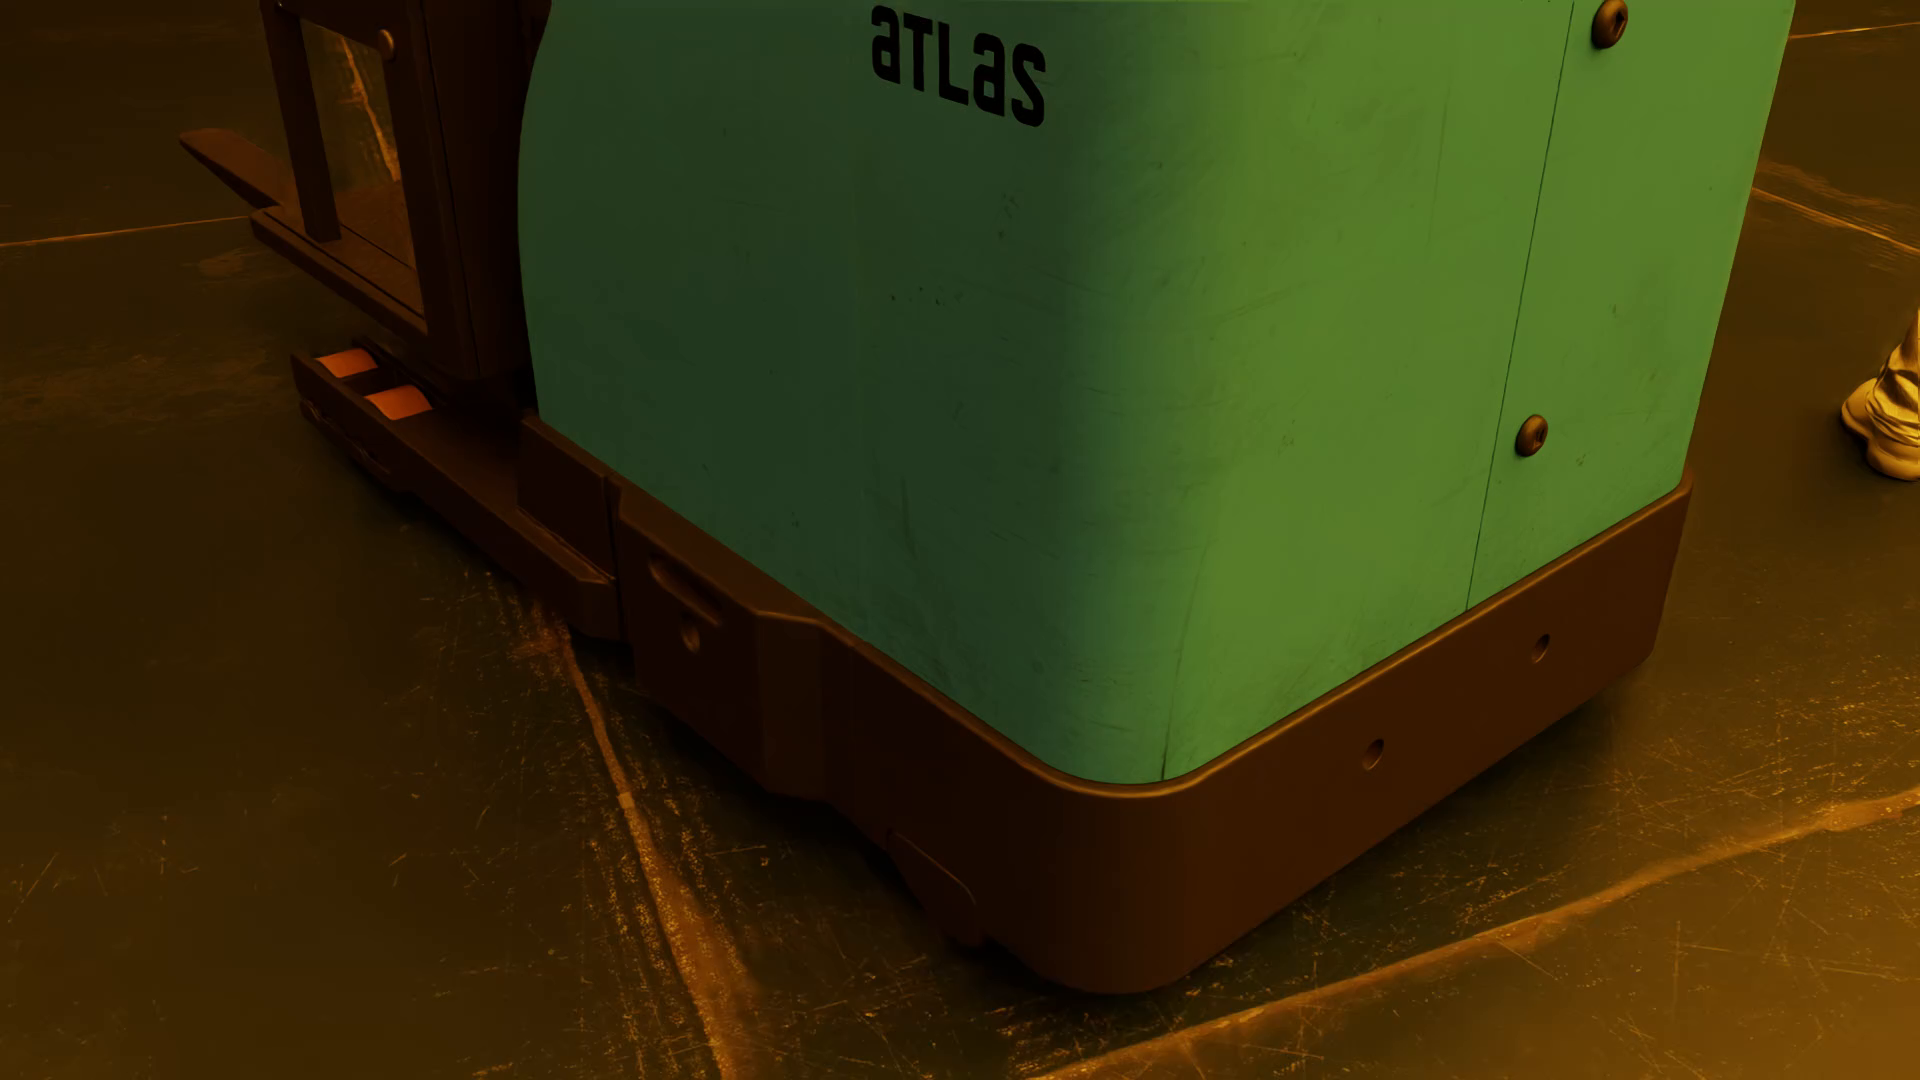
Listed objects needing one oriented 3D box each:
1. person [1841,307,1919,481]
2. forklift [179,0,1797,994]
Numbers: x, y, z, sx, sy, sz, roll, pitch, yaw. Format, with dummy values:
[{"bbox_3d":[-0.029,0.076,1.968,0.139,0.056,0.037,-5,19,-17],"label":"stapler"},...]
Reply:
[{"bbox_3d":[1.810,-0.808,2.153,0.881,1.748,0.405,24,38,36],"label":"person"},{"bbox_3d":[-0.447,-1.493,2.160,1.130,2.935,3.031,-23,37,-34],"label":"forklift"}]
